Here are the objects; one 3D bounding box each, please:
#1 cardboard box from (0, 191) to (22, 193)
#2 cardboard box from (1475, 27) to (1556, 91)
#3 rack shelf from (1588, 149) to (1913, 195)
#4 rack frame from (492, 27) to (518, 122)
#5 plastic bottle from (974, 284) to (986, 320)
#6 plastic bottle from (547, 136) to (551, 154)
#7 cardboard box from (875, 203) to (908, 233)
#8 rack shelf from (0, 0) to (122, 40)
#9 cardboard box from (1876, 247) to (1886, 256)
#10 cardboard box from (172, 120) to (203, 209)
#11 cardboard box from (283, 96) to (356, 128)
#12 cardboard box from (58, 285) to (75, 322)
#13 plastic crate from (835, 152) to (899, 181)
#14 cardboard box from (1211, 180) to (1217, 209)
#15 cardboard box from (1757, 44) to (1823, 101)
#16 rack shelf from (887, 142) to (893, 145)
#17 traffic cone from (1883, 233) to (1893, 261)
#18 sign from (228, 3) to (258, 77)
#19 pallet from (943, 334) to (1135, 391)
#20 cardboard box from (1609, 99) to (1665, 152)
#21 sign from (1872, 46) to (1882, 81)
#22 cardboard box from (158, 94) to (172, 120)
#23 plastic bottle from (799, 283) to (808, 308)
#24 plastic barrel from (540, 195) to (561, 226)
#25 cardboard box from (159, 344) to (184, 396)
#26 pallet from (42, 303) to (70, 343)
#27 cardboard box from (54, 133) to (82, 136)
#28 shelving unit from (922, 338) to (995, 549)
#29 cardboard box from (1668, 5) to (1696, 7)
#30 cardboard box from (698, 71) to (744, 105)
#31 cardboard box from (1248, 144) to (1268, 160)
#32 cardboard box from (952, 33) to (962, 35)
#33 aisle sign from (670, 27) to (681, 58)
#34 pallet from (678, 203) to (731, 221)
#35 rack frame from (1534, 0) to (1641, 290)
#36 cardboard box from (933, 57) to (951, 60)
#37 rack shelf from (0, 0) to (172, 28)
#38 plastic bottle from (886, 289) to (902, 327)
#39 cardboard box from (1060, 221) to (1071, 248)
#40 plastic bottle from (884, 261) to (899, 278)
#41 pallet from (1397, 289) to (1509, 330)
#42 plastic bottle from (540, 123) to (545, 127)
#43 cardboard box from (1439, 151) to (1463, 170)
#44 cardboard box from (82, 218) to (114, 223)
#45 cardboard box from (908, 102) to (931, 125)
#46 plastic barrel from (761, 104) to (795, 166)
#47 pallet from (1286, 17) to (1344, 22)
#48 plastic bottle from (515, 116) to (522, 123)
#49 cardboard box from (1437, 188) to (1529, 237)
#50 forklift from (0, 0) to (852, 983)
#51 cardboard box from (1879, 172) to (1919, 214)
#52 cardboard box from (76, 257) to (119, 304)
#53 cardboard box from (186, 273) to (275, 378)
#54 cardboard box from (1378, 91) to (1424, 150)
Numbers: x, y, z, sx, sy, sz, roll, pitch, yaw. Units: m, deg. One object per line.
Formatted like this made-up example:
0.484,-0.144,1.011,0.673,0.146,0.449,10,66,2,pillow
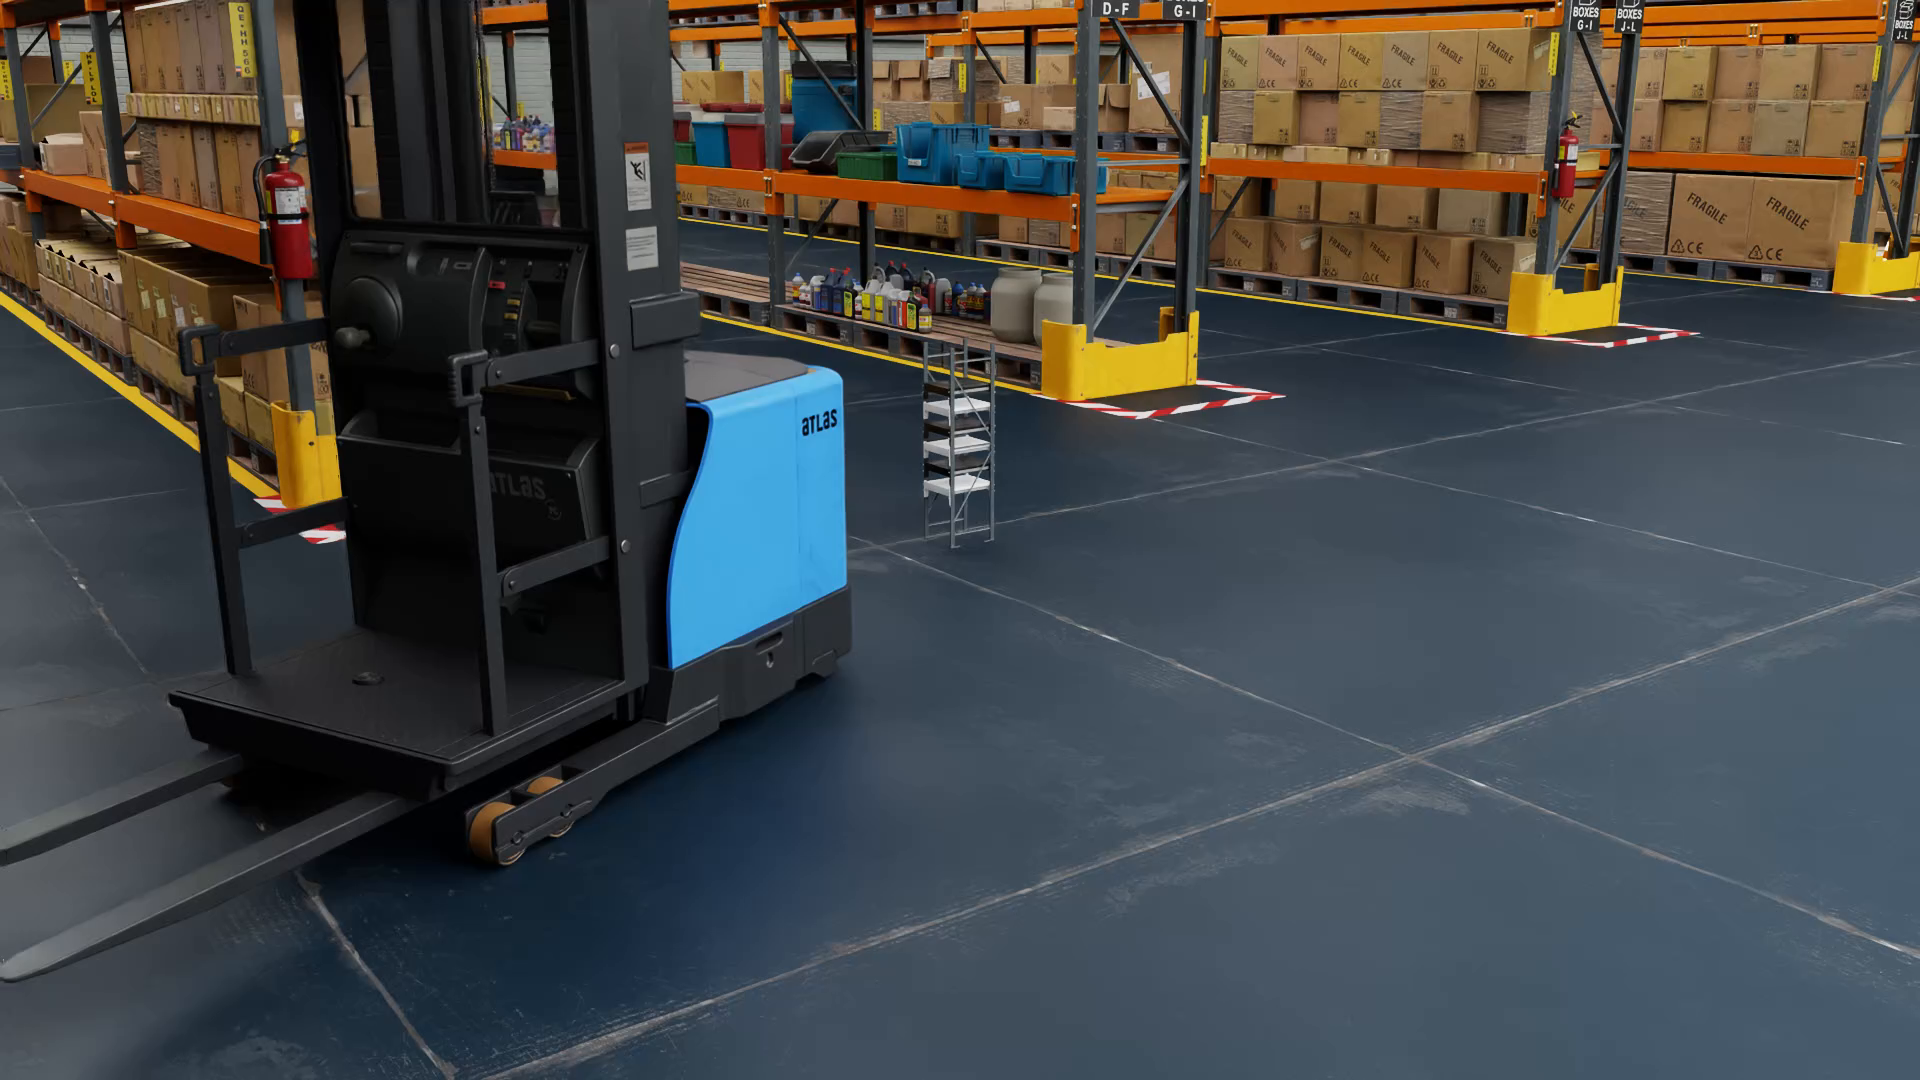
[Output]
-11.723,-4.044,20.571,0.500,0.500,0.500,-11,19,-35,cardboard box
4.658,-3.989,13.821,0.500,0.500,0.500,-11,19,-35,cardboard box
8.077,-4.064,18.105,1.077,0.370,4.000,-11,19,-35,rack shelf
-5.881,-5.029,20.269,1.000,3.000,0.127,-11,19,-35,rack frame
0.159,-1.872,13.068,0.097,0.271,0.097,0,15,0,plastic bottle
-4.301,-4.176,17.529,0.097,0.201,0.097,0,15,0,plastic bottle
-0.429,-4.464,21.433,1.225,0.875,0.875,-11,19,-34,cardboard box
-8.714,-4.934,15.602,1.077,0.370,4.000,-11,19,-35,rack shelf
10.793,-3.365,19.589,0.380,0.149,0.250,-2,15,-6,cardboard box
-4.313,-2.288,10.064,0.700,0.500,0.500,-11,19,-34,cardboard box
-3.213,-2.112,8.192,0.380,0.149,0.250,-11,19,-35,cardboard box
-6.861,-1.909,13.281,0.500,0.250,0.500,-11,19,-36,cardboard box
-0.607,-2.885,12.837,0.450,0.188,0.662,-11,19,-35,plastic crate
3.648,-4.901,23.739,0.500,0.500,0.500,-10,18,-32,cardboard box
8.668,-4.766,16.976,0.875,0.550,0.550,-11,19,-35,cardboard box
-0.698,-5.024,21.613,1.077,0.370,4.000,-11,19,-35,rack shelf
10.089,-3.094,18.005,0.336,0.463,0.334,-11,19,-35,traffic cone
-3.281,-2.290,7.620,0.100,0.325,0.005,-11,19,-35,sign
0.619,-1.305,11.945,1.003,0.211,1.213,-11,19,-35,pallet
7.691,-4.586,18.366,0.875,0.550,0.550,-11,19,-35,cardboard box
8.806,-4.575,15.969,0.100,0.325,0.005,-11,19,-35,sign
-4.583,-2.609,10.007,0.380,0.149,0.250,-12,19,-36,cardboard box
-1.284,-2.026,13.763,0.097,0.201,0.097,0,15,0,plastic bottle
-4.494,-3.558,18.665,0.600,0.588,0.708,-11,19,-35,plastic barrel
-4.579,-1.068,10.210,0.500,0.250,0.500,-11,19,-35,cardboard box
-7.085,-1.880,14.046,1.003,0.211,1.213,-11,19,-35,pallet
-7.359,-3.280,14.046,0.500,0.311,0.500,-10,18,-31,cardboard box
-0.005,-0.436,7.464,0.258,0.900,0.210,-11,19,-35,shelving unit
10.091,-7.416,22.797,0.500,0.250,0.500,-11,19,-34,cardboard box
-3.559,-6.724,24.762,0.500,0.500,0.500,-11,19,-36,cardboard box
3.018,-3.772,16.150,0.380,0.149,0.250,-11,19,-35,cardboard box
0.208,-8.526,27.648,0.500,0.250,0.500,-10,18,-33,cardboard box
-4.511,-7.875,25.742,0.394,0.787,0.004,-11,19,-35,aisle sign
-3.693,-5.149,25.988,1.003,0.211,1.213,-11,19,-35,pallet
5.181,-3.236,13.716,1.000,3.000,0.127,-11,19,-35,rack frame
-0.106,-7.937,28.248,0.500,0.500,0.500,-11,19,-35,cardboard box
-6.362,-4.080,12.481,1.077,0.370,4.000,-11,19,-35,rack shelf
-0.467,-1.777,12.713,0.152,0.276,0.135,-11,19,-36,plastic bottle
1.563,-3.574,18.854,0.700,0.500,0.500,-9,18,-30,cardboard box
-0.565,-2.163,13.981,0.144,0.351,0.185,-11,19,-36,plastic bottle
4.687,-2.086,14.797,1.003,0.211,1.213,-11,19,-35,pallet
-4.876,-4.750,19.483,0.152,0.276,0.135,-11,19,-35,plastic bottle
4.377,-3.298,14.420,0.380,0.149,0.250,-11,19,-35,cardboard box
-8.488,-2.885,16.335,0.500,0.500,0.500,-12,19,-36,cardboard box
-0.302,-5.166,20.581,0.500,0.500,0.500,-11,19,-35,cardboard box
-1.562,-3.625,14.881,0.433,0.535,0.433,0,15,0,plastic barrel
4.970,-6.919,21.848,1.213,0.211,1.003,-10,18,-32,pallet
-5.192,-4.838,19.663,0.144,0.351,0.185,-11,19,-35,plastic bottle
6.463,-4.074,20.246,1.050,0.750,0.750,-11,19,-35,cardboard box
-1.526,-0.685,4.525,1.130,2.935,3.031,8,17,27,forklift
11.915,-4.362,20.825,0.500,0.500,0.500,-11,19,-36,cardboard box
-6.258,-1.959,12.402,0.500,0.311,0.500,-11,19,-35,cardboard box
-3.990,-1.216,9.331,0.500,0.500,0.500,-11,19,-35,cardboard box
4.230,-3.751,14.845,0.875,0.500,0.500,-11,19,-35,cardboard box
